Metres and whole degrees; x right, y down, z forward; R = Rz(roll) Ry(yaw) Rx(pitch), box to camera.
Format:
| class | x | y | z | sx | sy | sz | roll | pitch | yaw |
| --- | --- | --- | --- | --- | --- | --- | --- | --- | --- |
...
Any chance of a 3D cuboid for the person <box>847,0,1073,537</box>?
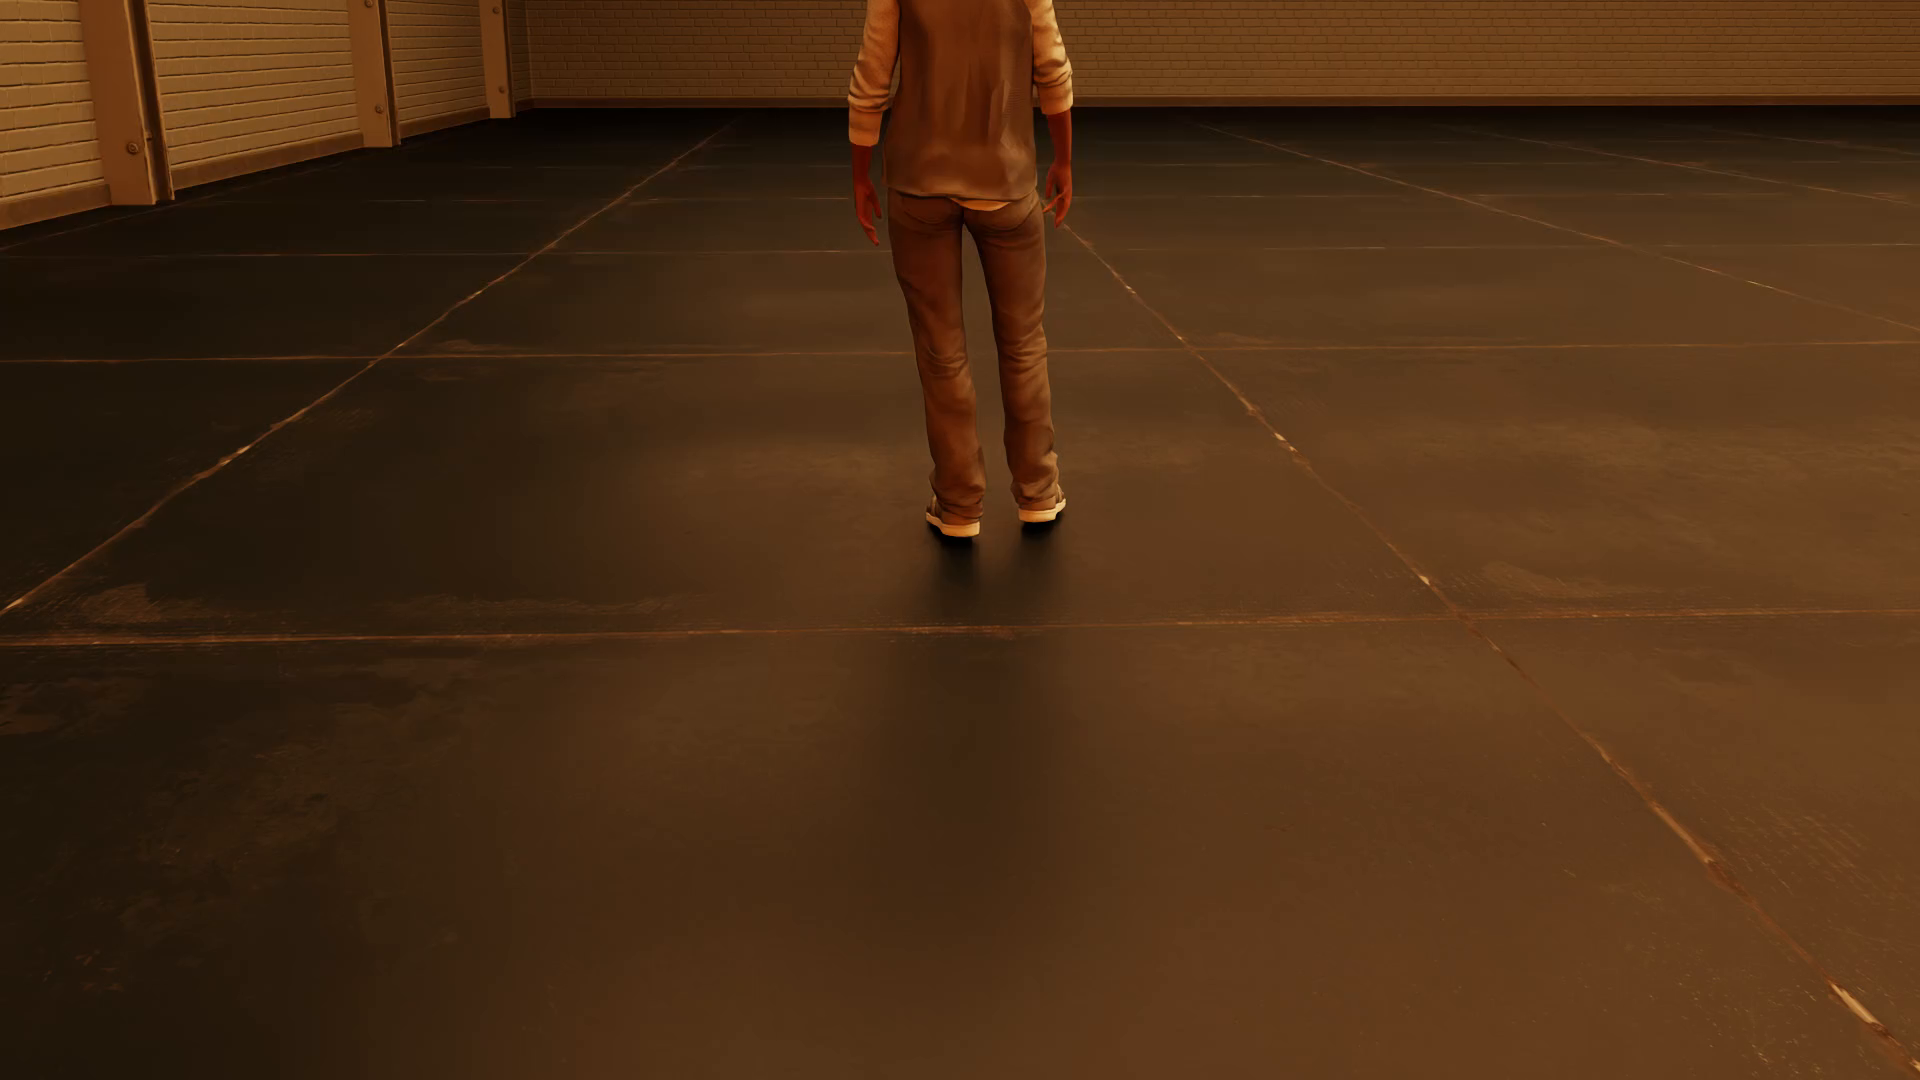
| class | x | y | z | sx | sy | sz | roll | pitch | yaw |
| --- | --- | --- | --- | --- | --- | --- | --- | --- | --- |
| person | 0.011 | -0.792 | 3.753 | 0.520 | 1.597 | 0.475 | -1 | 17 | -3 |
